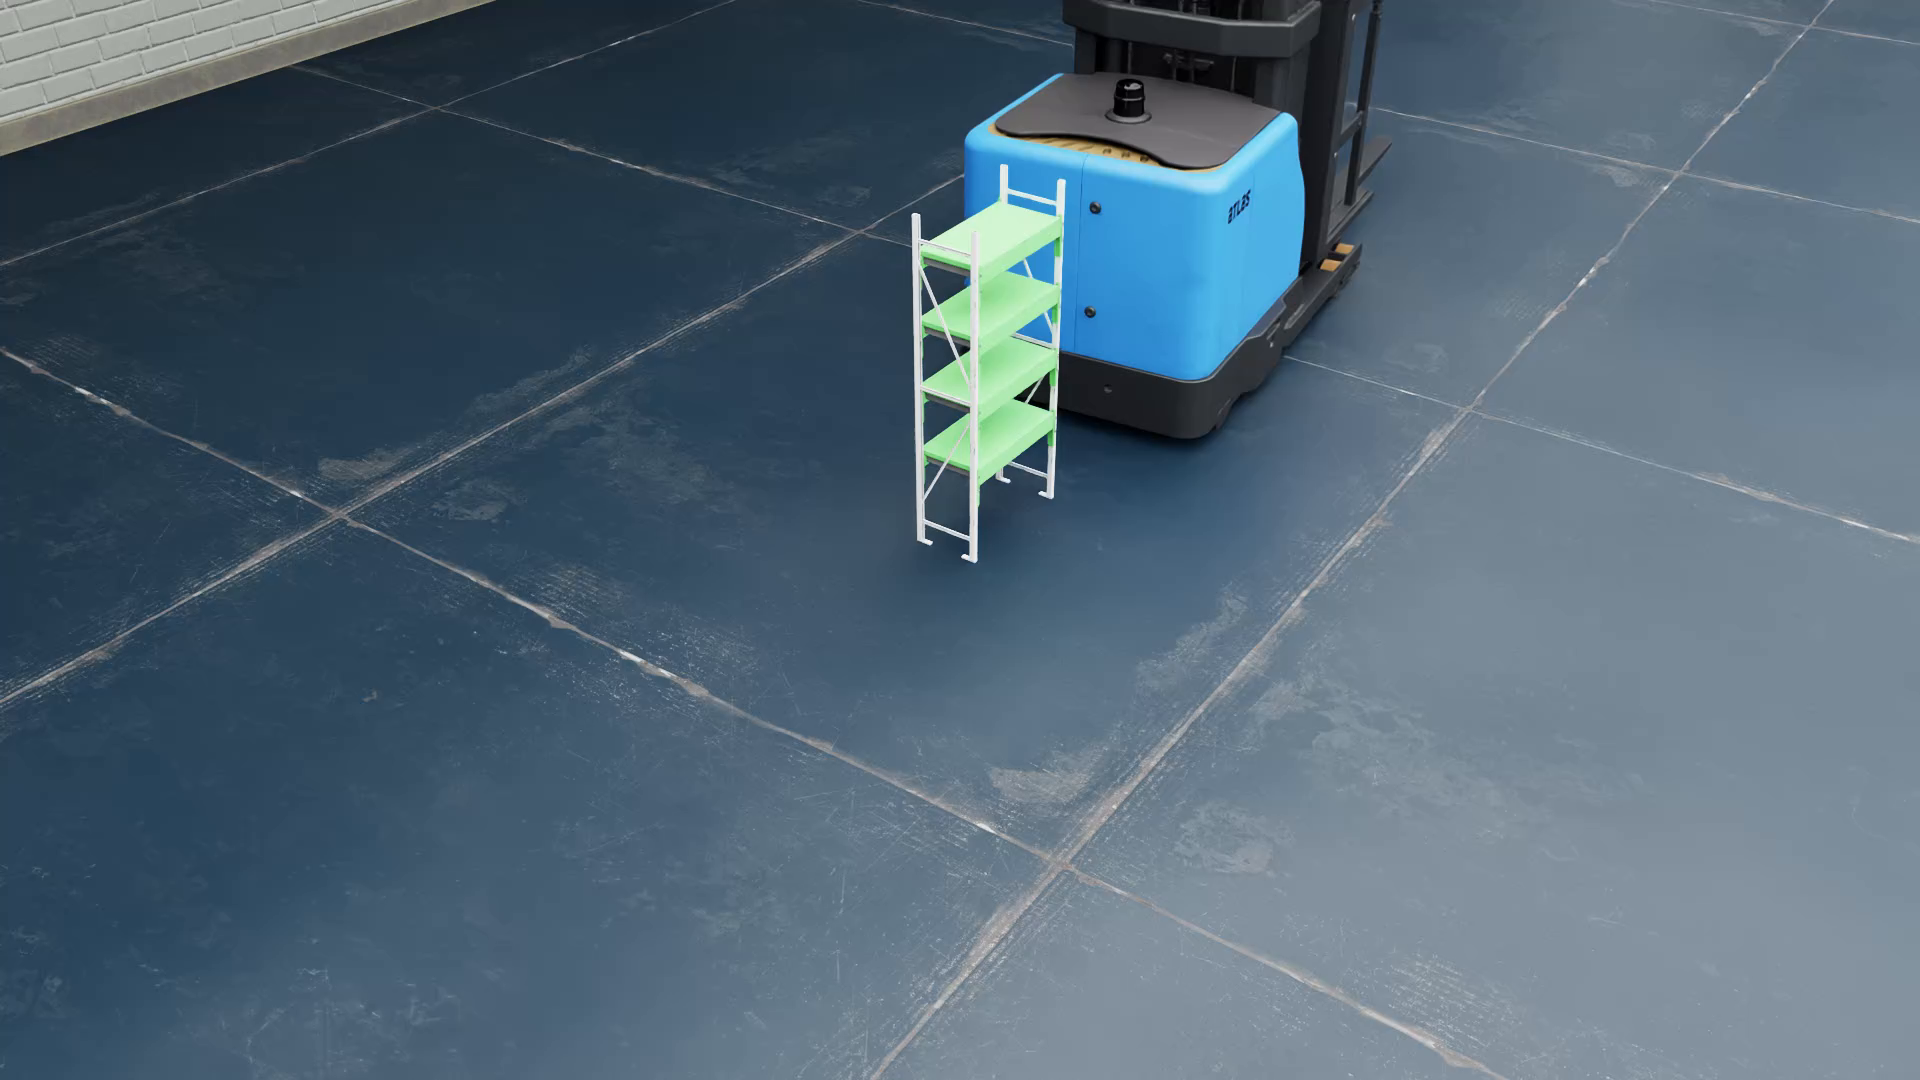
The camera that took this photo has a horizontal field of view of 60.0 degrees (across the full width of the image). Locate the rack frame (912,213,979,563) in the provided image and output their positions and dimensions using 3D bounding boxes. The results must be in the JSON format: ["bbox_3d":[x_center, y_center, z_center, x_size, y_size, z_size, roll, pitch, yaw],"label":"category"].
[{"bbox_3d":[-0.045,-0.461,5.360,0.240,1.200,0.015,21,39,28],"label":"rack frame"}]

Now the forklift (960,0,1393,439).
[{"bbox_3d":[1.148,-2.393,6.672,1.130,2.935,3.031,17,38,23],"label":"forklift"}]

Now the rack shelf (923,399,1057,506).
[{"bbox_3d":[0.094,-0.321,5.697,0.258,0.148,0.480,21,39,28],"label":"rack shelf"}]

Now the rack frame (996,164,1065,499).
[{"bbox_3d":[0.234,-0.685,5.693,0.240,1.200,0.015,21,39,28],"label":"rack frame"}]

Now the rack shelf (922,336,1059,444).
[{"bbox_3d":[0.094,-0.520,5.562,0.258,0.148,0.480,21,39,28],"label":"rack shelf"}]

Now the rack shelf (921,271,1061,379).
[{"bbox_3d":[0.094,-0.719,5.428,0.258,0.148,0.480,21,39,28],"label":"rack shelf"}]

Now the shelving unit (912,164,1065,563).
[{"bbox_3d":[0.094,-0.573,5.527,0.258,1.200,0.503,21,39,28],"label":"shelving unit"}]

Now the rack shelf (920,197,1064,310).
[{"bbox_3d":[0.094,-0.918,5.293,0.258,0.148,0.480,21,39,28],"label":"rack shelf"}]
